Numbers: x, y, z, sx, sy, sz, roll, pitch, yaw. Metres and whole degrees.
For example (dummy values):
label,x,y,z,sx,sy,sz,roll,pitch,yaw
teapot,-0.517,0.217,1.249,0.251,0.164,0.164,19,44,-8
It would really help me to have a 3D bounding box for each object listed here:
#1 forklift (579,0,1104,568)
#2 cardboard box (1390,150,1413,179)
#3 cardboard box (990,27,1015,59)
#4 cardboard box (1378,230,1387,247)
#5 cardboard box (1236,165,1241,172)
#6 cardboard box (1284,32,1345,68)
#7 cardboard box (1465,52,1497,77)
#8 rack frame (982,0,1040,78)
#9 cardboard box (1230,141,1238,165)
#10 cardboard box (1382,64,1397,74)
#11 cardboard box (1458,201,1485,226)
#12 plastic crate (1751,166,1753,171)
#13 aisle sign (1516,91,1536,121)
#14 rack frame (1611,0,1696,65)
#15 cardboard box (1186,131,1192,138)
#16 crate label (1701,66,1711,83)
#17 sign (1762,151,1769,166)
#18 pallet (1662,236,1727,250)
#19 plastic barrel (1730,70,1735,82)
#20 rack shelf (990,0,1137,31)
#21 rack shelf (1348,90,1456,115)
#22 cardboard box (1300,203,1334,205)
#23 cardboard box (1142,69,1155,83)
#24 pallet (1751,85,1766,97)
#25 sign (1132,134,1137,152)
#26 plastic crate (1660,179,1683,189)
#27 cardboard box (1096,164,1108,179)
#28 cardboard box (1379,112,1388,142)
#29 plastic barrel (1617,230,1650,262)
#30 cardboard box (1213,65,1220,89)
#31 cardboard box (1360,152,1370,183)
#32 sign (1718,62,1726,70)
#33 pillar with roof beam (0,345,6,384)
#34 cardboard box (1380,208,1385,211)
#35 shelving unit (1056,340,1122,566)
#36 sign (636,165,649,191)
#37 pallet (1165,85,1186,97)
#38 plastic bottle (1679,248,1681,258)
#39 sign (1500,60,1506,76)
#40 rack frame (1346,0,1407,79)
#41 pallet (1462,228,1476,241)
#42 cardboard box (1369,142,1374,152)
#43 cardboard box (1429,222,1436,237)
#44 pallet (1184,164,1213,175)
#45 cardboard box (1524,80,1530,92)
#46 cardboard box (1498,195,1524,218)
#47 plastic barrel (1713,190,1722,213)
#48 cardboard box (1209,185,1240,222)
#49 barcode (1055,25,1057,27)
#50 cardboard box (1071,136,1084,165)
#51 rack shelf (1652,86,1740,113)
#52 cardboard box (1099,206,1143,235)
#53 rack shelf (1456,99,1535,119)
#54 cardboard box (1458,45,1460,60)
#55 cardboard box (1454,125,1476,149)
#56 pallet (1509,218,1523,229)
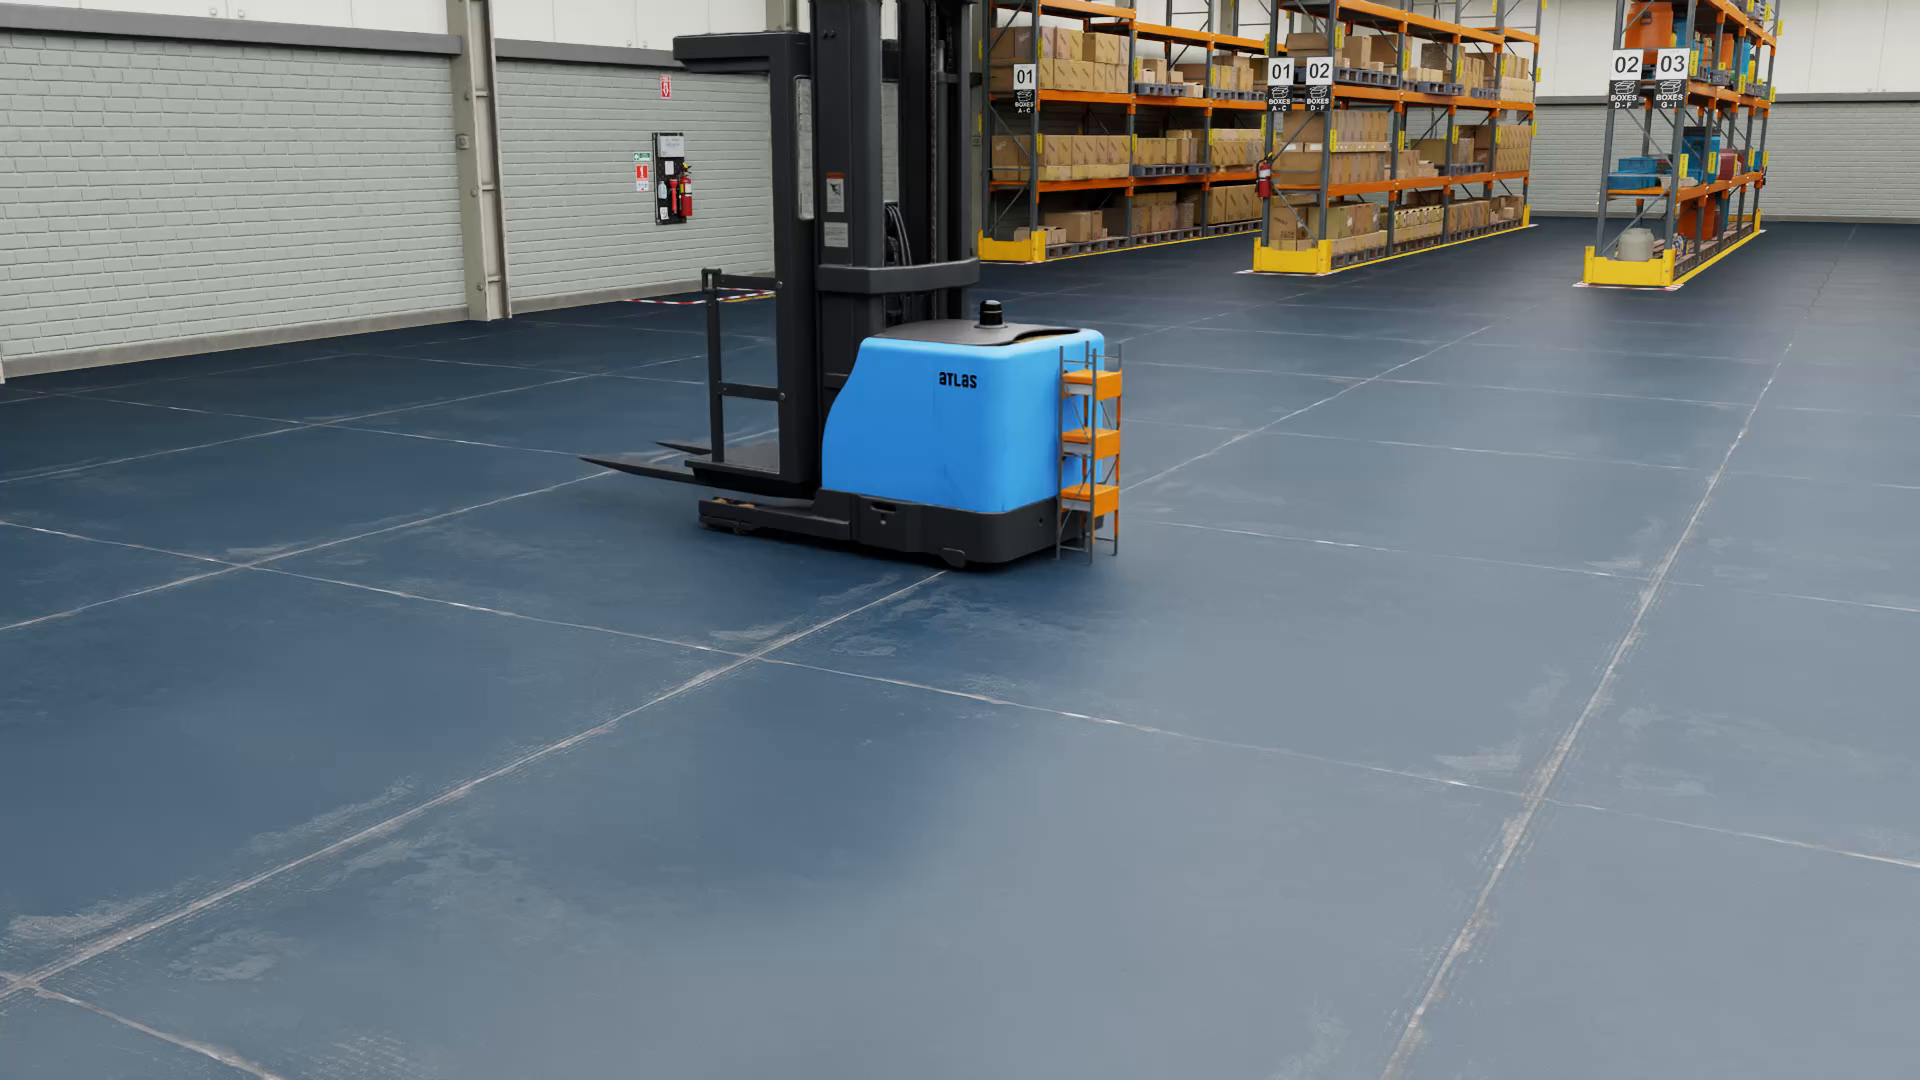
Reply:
label,x,y,z,sx,sy,sz,roll,pitch,yaw
forklift,-0.760,-1.540,8.669,3.031,2.935,1.130,9,16,34
cardboard box,7.990,-6.889,30.494,0.500,0.500,0.500,7,15,28
cardboard box,0.815,-8.334,27.913,0.500,0.500,0.500,8,16,31
cardboard box,7.075,-5.221,28.761,0.500,0.250,0.500,7,15,28
cardboard box,5.930,-8.153,36.444,0.380,0.149,0.250,8,16,30
cardboard box,5.455,-7.551,25.639,0.797,0.503,0.637,9,16,32
cardboard box,11.176,-10.212,35.745,0.700,0.500,0.500,7,15,28
rack frame,0.836,-9.130,27.203,1.000,3.000,0.127,7,15,28
cardboard box,5.664,-8.336,35.822,0.500,0.500,0.500,7,15,28
cardboard box,7.414,-8.188,29.122,0.500,0.250,0.500,9,16,34
cardboard box,10.741,-6.879,35.064,0.500,0.500,0.500,7,15,28
plastic crate,17.007,-8.087,36.111,0.396,0.136,0.243,7,15,28
aisle sign,13.210,-10.179,38.807,0.394,0.787,0.004,7,15,28
rack frame,9.508,-8.007,22.547,1.000,3.000,0.127,7,15,28
cardboard box,4.562,-8.358,34.267,0.380,0.149,0.250,5,15,21
crate label,10.702,-6.823,24.354,0.502,0.251,0.408,7,15,28
sign,17.732,-8.394,36.603,0.100,0.325,0.005,7,15,28
pallet,13.720,-5.543,31.076,1.003,0.211,1.213,7,15,28
plastic barrel,14.089,-8.510,30.470,0.294,0.245,0.294,0,14,0
rack shelf,1.802,-9.189,28.990,1.077,0.370,4.000,7,15,28
rack shelf,8.074,-7.992,30.420,1.077,0.370,4.000,7,15,28
cardboard box,5.886,-5.338,27.646,0.500,0.500,0.500,7,15,28
cardboard box,3.401,-8.883,31.872,0.500,0.311,0.500,8,16,30
pallet,15.016,-8.747,32.420,1.213,0.211,1.003,7,15,28
sign,3.248,-7.395,30.960,0.100,0.325,0.005,7,15,28
plastic crate,10.222,-5.110,23.892,0.298,0.136,0.250,7,15,28
cardboard box,2.328,-6.633,29.925,0.500,0.250,0.500,7,15,28
cardboard box,6.898,-7.061,28.441,0.700,0.500,0.500,7,15,28
plastic barrel,9.759,-4.229,24.089,0.421,0.512,0.421,0,14,0
cardboard box,5.097,-9.796,35.215,0.700,0.500,0.500,6,15,25
cardboard box,6.403,-6.219,27.716,0.700,0.500,0.500,8,16,29
sign,11.918,-7.310,26.034,0.100,0.325,0.005,7,15,28
pillar with roof beam,-4.516,-5.191,10.864,9.100,9.000,0.400,7,15,28
cardboard box,7.542,-5.939,30.541,0.500,0.311,0.500,7,15,28
shelving unit,0.625,-0.421,8.040,0.215,1.050,0.252,9,16,33
sign,-4.069,-4.637,21.291,0.001,0.329,0.234,7,15,28
pallet,3.660,-8.729,32.340,1.213,0.211,1.003,7,15,28
plastic bottle,11.019,-4.434,25.559,0.097,0.201,0.097,0,14,0
sign,11.462,-9.954,35.078,0.100,0.325,0.005,7,15,28
rack frame,7.107,-9.390,28.282,1.000,3.000,0.127,7,15,28
pallet,10.026,-6.337,34.368,1.003,0.211,1.213,7,15,28
cardboard box,6.670,-6.549,27.701,0.380,0.149,0.250,7,15,28
cardboard box,8.754,-5.920,31.660,0.500,0.250,0.500,7,15,27
pallet,4.452,-7.603,34.080,1.213,0.211,1.003,7,15,28
cardboard box,12.642,-10.327,37.822,0.500,0.250,0.500,7,15,28
cardboard box,12.861,-7.795,38.861,0.500,0.500,0.500,7,15,28
plastic barrel,14.689,-6.482,32.602,0.600,0.901,0.708,7,15,28
cardboard box,5.602,-7.329,36.224,0.750,0.750,0.750,7,15,28
barcode,1.721,-9.179,29.755,0.001,0.075,0.075,7,15,28
cardboard box,1.832,-6.784,28.951,0.500,0.500,0.500,7,15,26
rack shelf,12.409,-7.430,28.089,1.077,0.370,4.000,7,15,28
cardboard box,3.110,-6.186,32.186,0.700,0.500,0.500,8,16,30
rack shelf,11.942,-9.634,37.228,1.077,0.370,4.000,7,15,28
cardboard box,9.504,-9.481,32.711,0.500,0.500,0.500,7,15,28
cardboard box,10.993,-8.783,36.217,0.500,0.500,0.500,7,15,28
pallet,12.487,-7.401,38.781,1.003,0.211,1.213,7,15,28
